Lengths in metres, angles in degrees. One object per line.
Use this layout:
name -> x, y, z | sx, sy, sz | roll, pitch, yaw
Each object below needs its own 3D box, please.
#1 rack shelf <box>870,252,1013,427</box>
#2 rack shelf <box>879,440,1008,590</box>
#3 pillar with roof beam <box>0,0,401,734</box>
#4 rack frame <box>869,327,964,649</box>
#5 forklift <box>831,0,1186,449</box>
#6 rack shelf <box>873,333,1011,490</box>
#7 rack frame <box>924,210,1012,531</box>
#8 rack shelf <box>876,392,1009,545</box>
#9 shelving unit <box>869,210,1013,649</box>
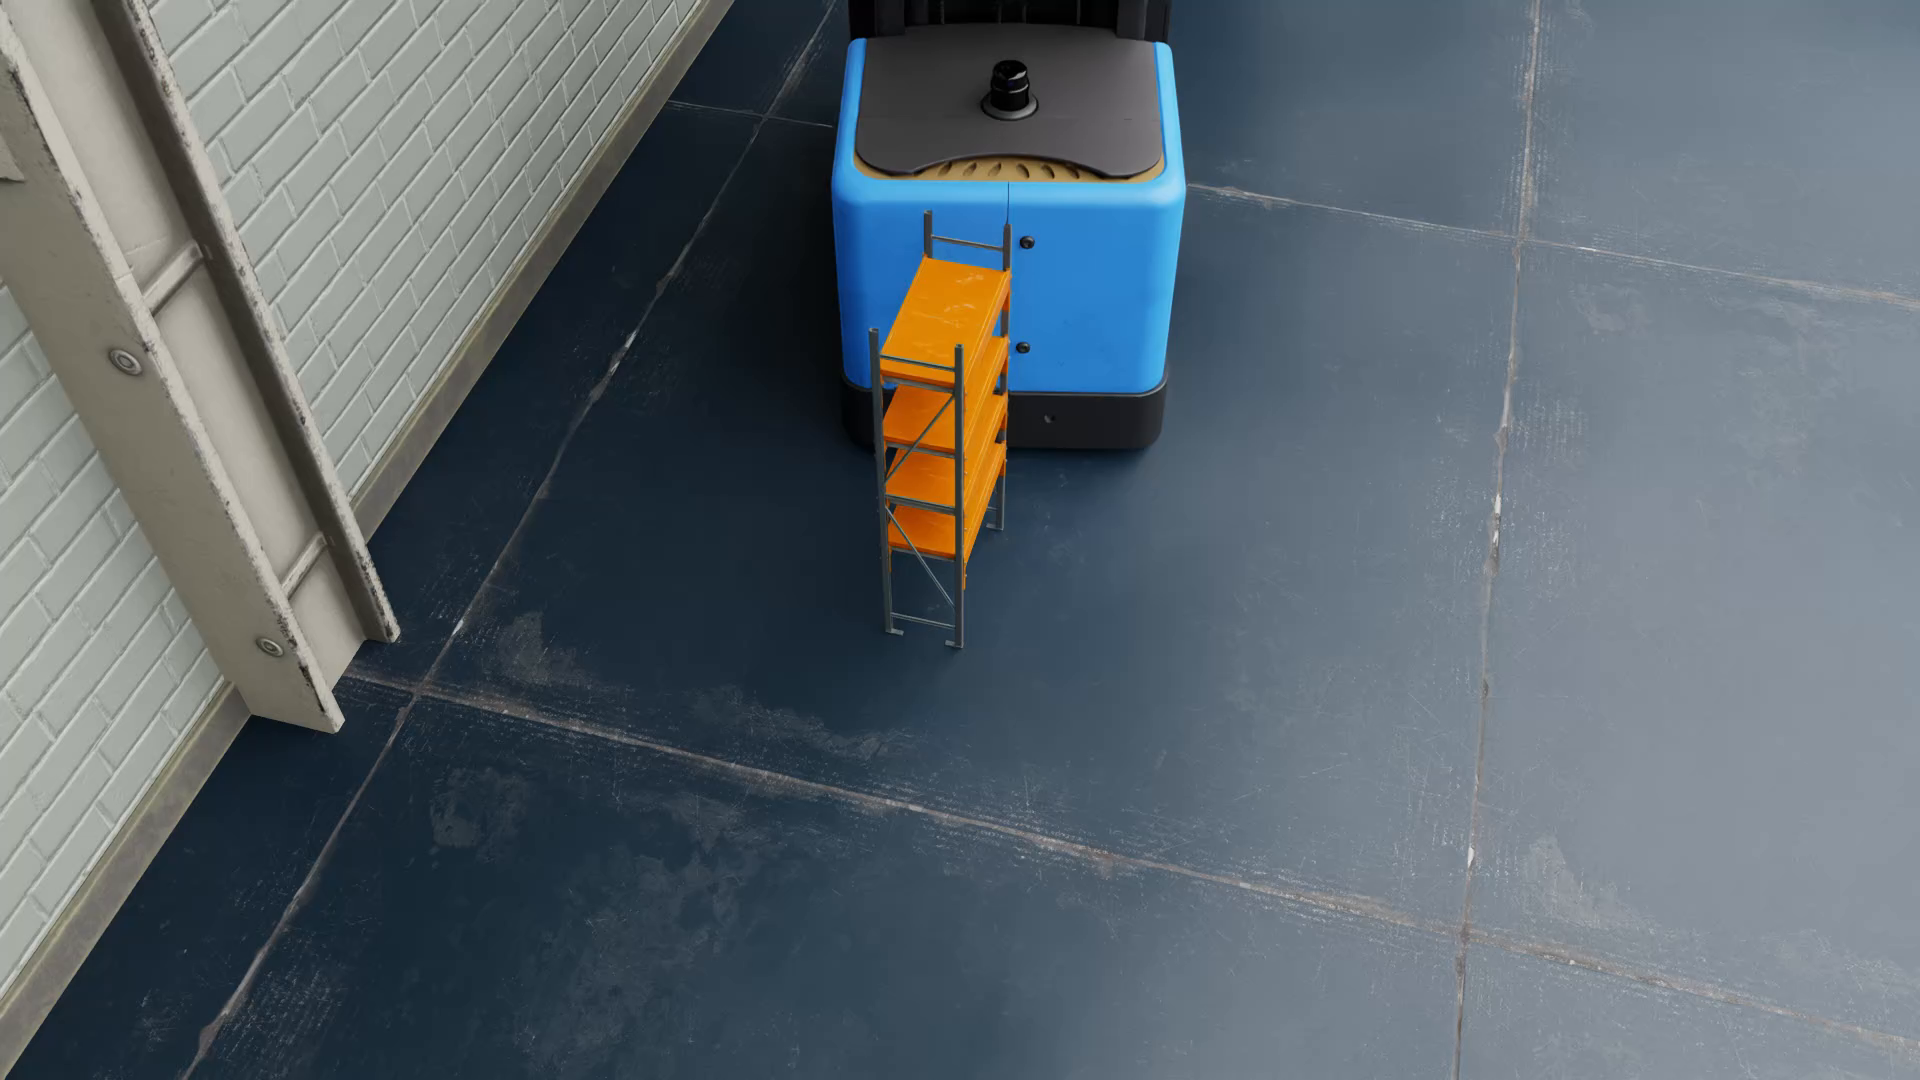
rack shelf -> -0.044, -0.537, 4.400 | 0.258, 0.148, 0.480 | 12, 50, 10
rack shelf -> -0.044, -0.101, 4.894 | 0.258, 0.148, 0.480 | 12, 50, 10
pillar with roof beam -> 2.270, -1.747, 0.790 | 9.100, 9.000, 0.400 | 12, 50, 10
rack frame -> -0.108, -0.101, 4.539 | 0.240, 1.200, 0.015 | 12, 50, 10
forklift -> 0.174, -2.360, 5.378 | 1.130, 2.935, 3.031 | 1, 49, 1
rack shelf -> -0.044, -0.381, 4.577 | 0.258, 0.148, 0.480 | 12, 50, 10
rack frame -> 0.021, -0.454, 4.850 | 0.240, 1.200, 0.015 | 12, 50, 10
rack shelf -> -0.044, -0.233, 4.745 | 0.258, 0.148, 0.480 | 12, 50, 10
shelving unit -> -0.044, -0.277, 4.694 | 0.258, 1.200, 0.503 | 12, 50, 10
